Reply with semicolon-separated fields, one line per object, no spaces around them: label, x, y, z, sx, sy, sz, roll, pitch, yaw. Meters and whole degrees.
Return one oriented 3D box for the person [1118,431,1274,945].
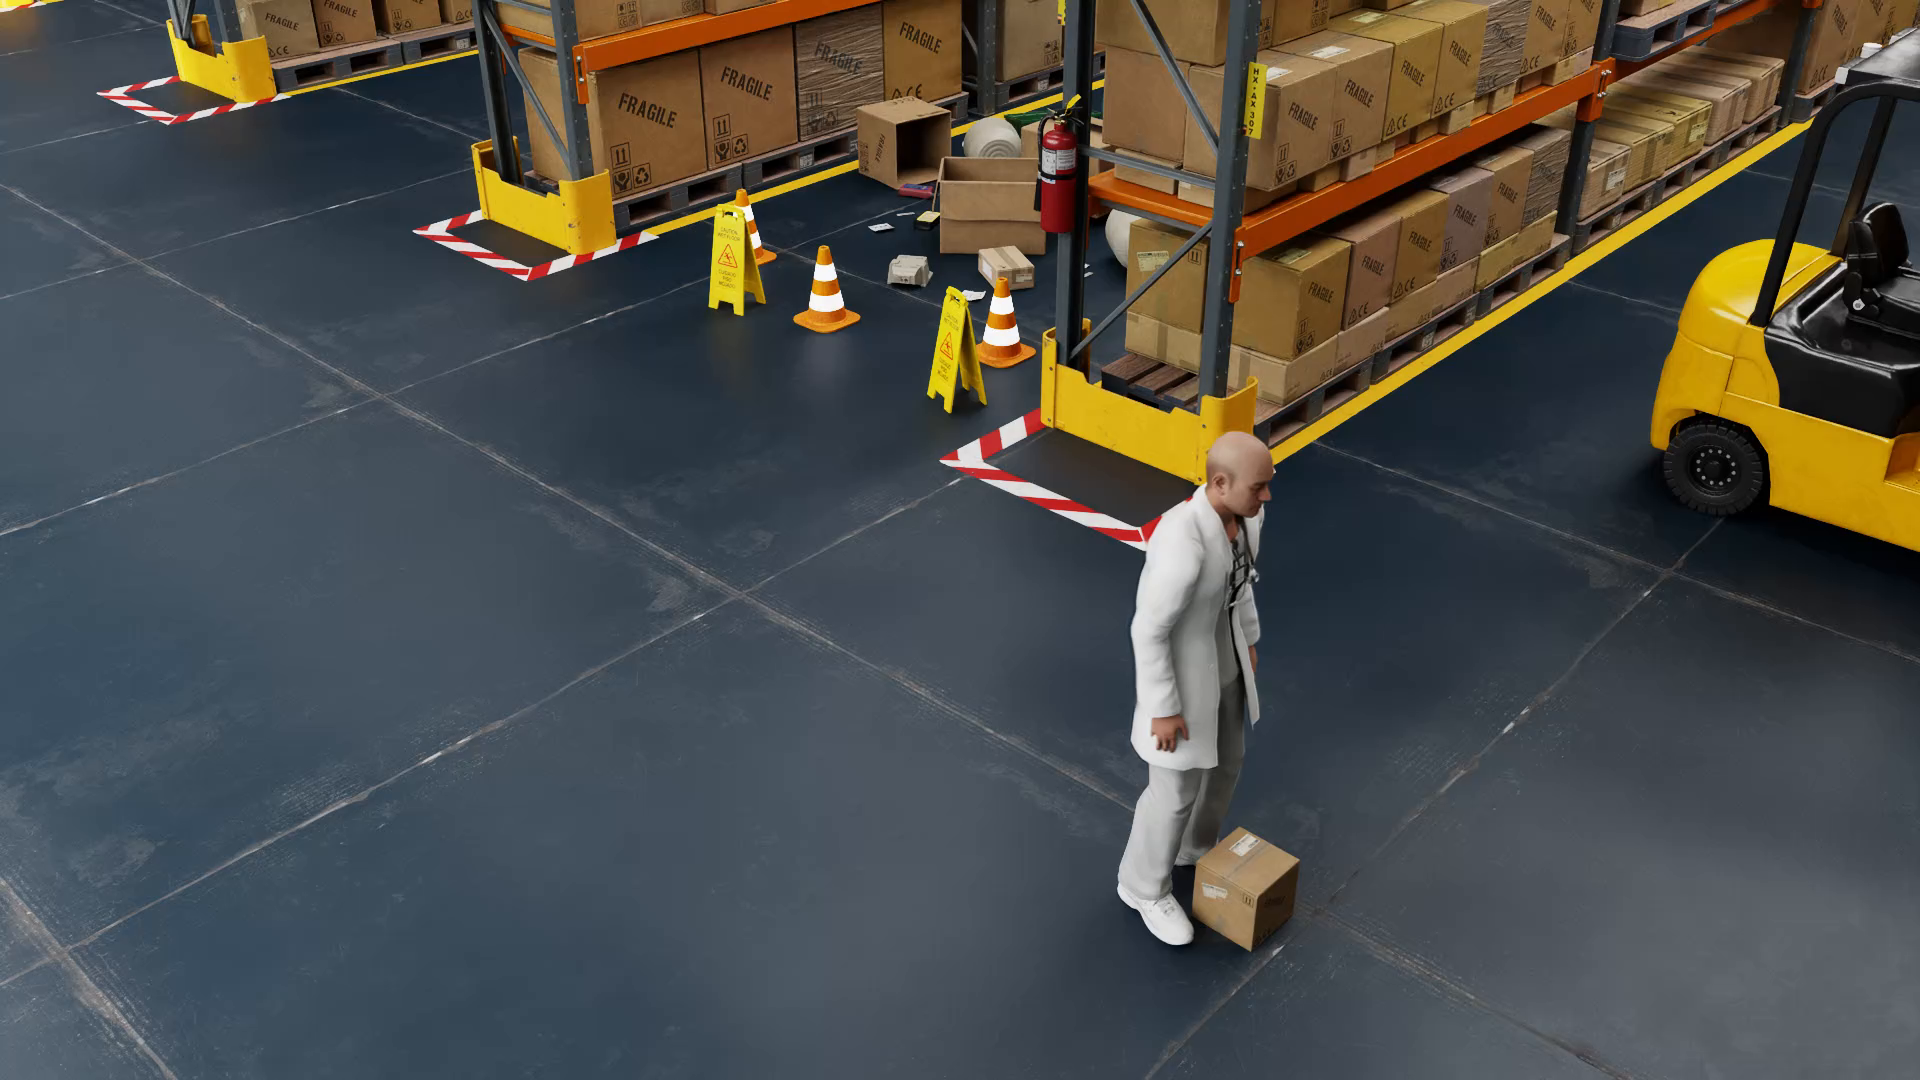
person;0.785;0.443;5.409;0.429;1.772;0.646;22;38;33
